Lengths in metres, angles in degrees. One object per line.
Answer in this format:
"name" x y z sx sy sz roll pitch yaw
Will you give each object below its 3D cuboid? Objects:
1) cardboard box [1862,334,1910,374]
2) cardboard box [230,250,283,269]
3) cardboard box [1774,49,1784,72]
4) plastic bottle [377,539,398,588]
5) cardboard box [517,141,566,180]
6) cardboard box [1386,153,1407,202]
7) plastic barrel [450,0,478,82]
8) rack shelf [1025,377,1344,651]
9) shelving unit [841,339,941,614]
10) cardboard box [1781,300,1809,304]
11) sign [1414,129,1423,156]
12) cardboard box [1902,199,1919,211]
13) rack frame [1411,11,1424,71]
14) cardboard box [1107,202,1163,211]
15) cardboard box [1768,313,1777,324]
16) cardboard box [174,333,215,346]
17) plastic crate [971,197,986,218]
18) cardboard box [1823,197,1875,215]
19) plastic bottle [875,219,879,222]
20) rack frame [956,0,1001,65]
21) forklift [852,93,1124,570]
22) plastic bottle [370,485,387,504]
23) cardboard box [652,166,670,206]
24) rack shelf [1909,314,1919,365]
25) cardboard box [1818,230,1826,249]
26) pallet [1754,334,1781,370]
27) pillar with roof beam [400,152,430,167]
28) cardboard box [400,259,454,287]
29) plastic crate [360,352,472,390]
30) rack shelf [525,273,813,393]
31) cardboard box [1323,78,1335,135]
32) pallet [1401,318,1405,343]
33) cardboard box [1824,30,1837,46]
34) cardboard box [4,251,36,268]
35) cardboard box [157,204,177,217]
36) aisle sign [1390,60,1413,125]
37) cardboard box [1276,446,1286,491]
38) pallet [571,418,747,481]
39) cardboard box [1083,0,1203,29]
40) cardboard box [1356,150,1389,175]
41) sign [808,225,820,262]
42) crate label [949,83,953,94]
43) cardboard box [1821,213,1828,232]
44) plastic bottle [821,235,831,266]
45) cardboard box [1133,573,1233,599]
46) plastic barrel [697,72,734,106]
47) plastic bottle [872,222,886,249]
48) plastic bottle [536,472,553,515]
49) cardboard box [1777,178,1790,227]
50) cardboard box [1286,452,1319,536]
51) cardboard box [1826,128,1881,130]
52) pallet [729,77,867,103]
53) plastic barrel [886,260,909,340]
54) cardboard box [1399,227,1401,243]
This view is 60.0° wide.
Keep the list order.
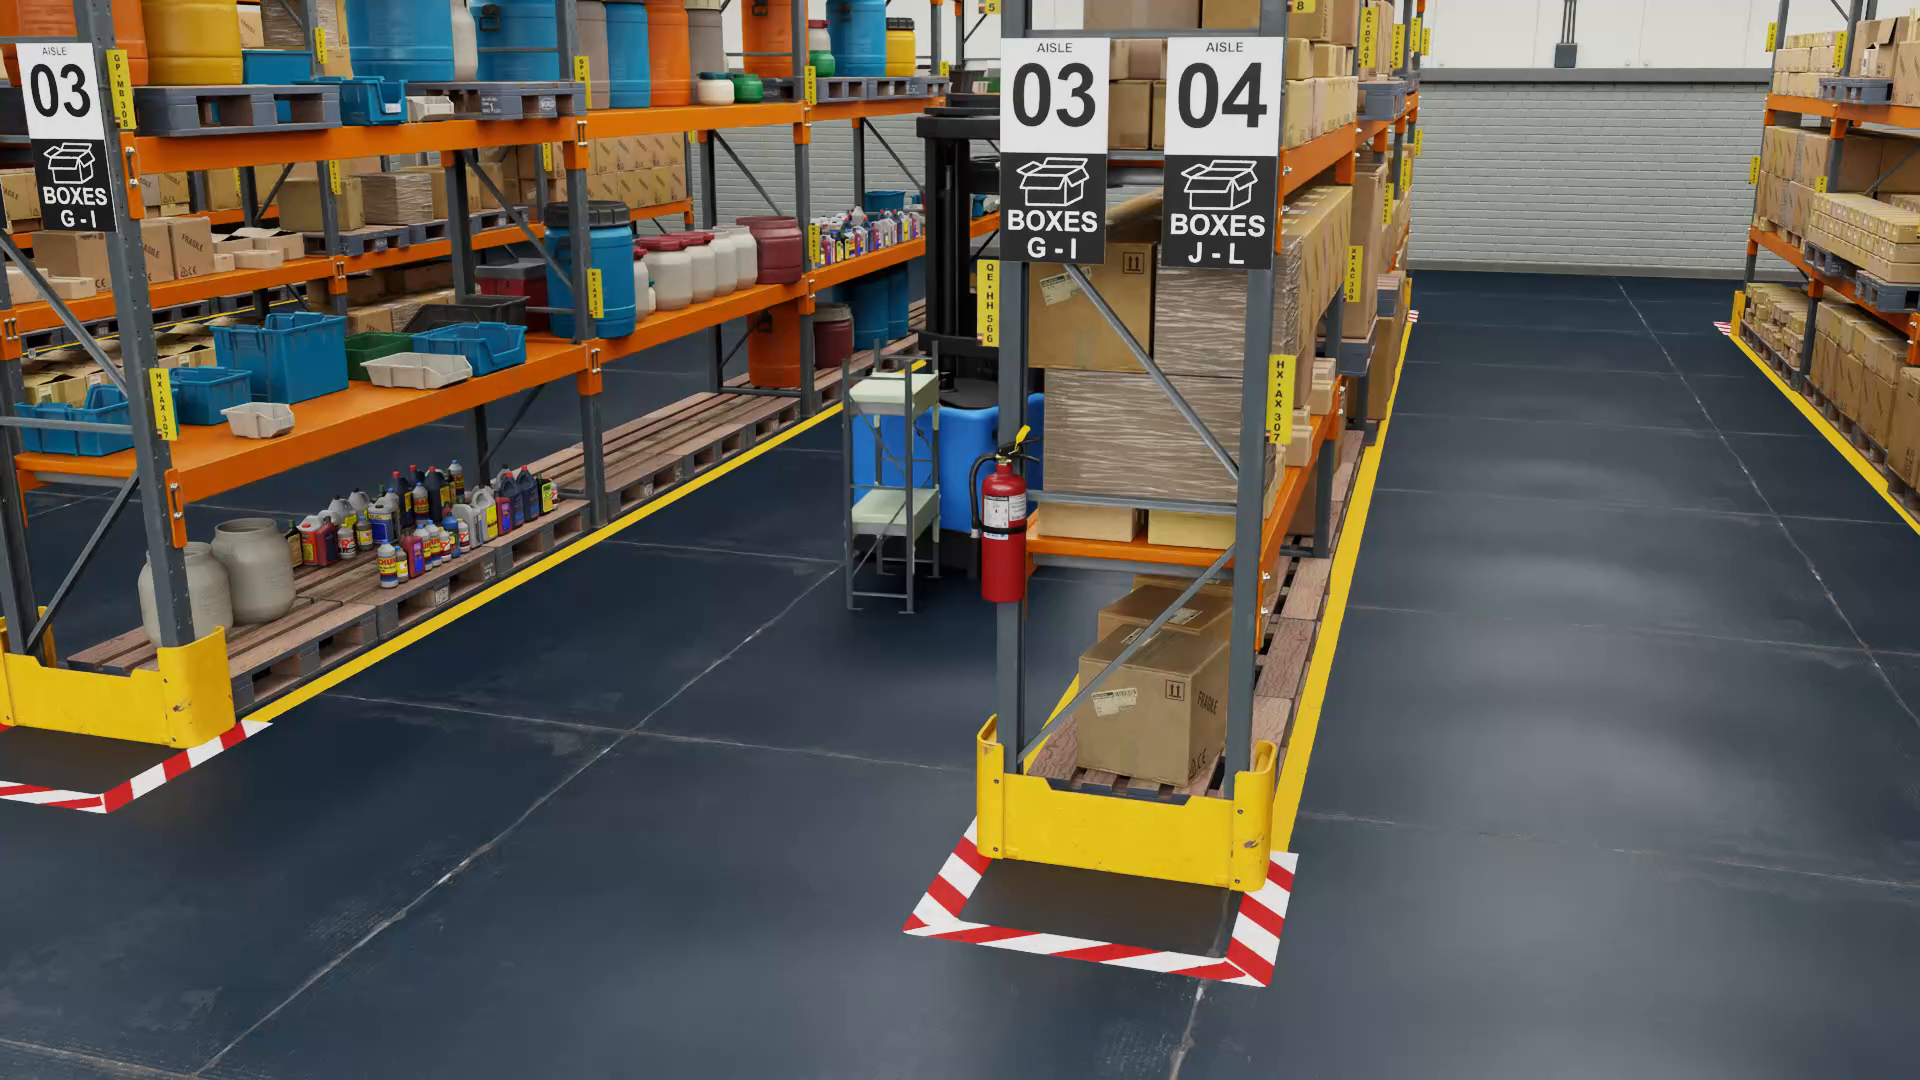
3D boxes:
"cardboard box" 7.717 -1.511 13.595 0.500 0.250 0.500 5 17 17
"cardboard box" -6.573 -2.621 15.532 0.380 0.149 0.250 5 16 16
"cardboard box" 9.538 -5.425 18.821 0.500 0.250 0.500 5 17 17
"plastic bottle" -3.294 0.131 9.566 0.097 0.271 0.097 0 16 0
"cardboard box" -5.042 -4.675 20.300 0.500 0.500 0.500 5 17 17
"cardboard box" 4.580 -3.941 18.082 0.500 0.500 0.500 5 16 16
"plastic barrel" -3.282 -3.168 10.531 0.421 0.512 0.421 0 16 0
"rack shelf" 1.209 -0.313 8.255 1.077 0.370 4.000 5 16 16
"shelving unit" -0.401 -0.396 9.977 0.431 1.500 0.755 3 16 11
"cardboard box" 9.105 -2.498 18.004 0.380 0.149 0.250 5 16 16
"sign" 5.704 -4.947 20.719 0.100 0.325 0.005 5 16 16
"cardboard box" 8.700 -2.974 14.918 0.380 0.149 0.250 4 16 14
"rack frame" 5.188 -7.208 20.252 1.000 3.000 0.127 5 16 16
"cardboard box" 0.991 -1.363 8.079 0.500 0.500 0.500 5 16 16
"cardboard box" 9.241 -2.494 18.534 0.380 0.149 0.250 4 16 13
"cardboard box" -6.783 -1.723 15.148 0.500 0.311 0.500 5 16 16
"plastic crate" 0.101 -4.097 20.475 0.416 0.233 0.300 5 16 16
"cardboard box" 8.076 -3.024 15.095 0.380 0.149 0.250 5 17 16
"plastic bottle" -0.872 -3.247 17.515 0.097 0.271 0.097 0 16 0
"rack frame" 0.439 -7.592 21.606 1.000 3.000 0.127 5 16 16
"forklift" 0.494 -1.564 11.474 1.130 2.935 3.031 10 18 30
"plastic bottle" -3.739 -0.203 10.720 0.061 0.283 0.133 5 17 18
"cardboard box" -4.320 -4.865 22.802 0.500 0.500 0.500 5 17 16
"rack shelf" 7.073 -0.949 10.495 1.077 0.370 4.000 5 16 16
"cardboard box" 8.077 -2.740 15.184 0.380 0.149 0.250 5 17 16
"pallet" 9.279 -2.022 18.070 1.003 0.211 1.213 5 16 16
"pillar with roof beam" -4.994 -8.800 25.864 9.100 9.000 0.400 5 16 16
"cardboard box" -6.101 -3.045 18.969 0.500 0.250 0.500 5 16 16
"plastic crate" -3.190 -0.995 9.825 0.530 0.136 0.437 5 16 16
"rack shelf" -2.403 -1.744 13.299 1.077 0.370 4.000 5 16 16
"cardboard box" 1.454 -2.014 7.712 0.500 0.250 0.500 5 17 18
"pallet" 4.687 -2.447 19.570 1.003 0.211 1.213 5 16 16
"cardboard box" 8.699 -4.908 16.267 0.380 0.149 0.250 5 16 16
"cardboard box" -10.743 -2.960 19.439 0.750 0.750 0.750 5 16 16
"cardboard box" -10.070 -4.138 20.847 0.380 0.149 0.250 5 17 17
"aisle sign" 5.496 -5.568 20.700 0.394 0.787 0.004 5 16 16
"cardboard box" 1.254 -0.331 7.461 0.380 0.149 0.250 5 16 16
"pallet" -2.440 -0.754 13.600 1.003 0.211 1.213 5 16 16
"cardboard box" 0.839 -2.436 7.279 0.500 0.500 0.500 5 16 16
"cardboard box" 3.877 -3.639 16.639 0.797 0.503 0.637 4 16 14
"sign" -1.305 -2.651 14.879 0.100 0.325 0.005 5 16 16
"crate label" -0.282 -5.082 18.734 0.293 0.136 0.466 5 16 16
"cardboard box" 8.080 -2.886 15.153 0.380 0.149 0.250 5 17 17
"plastic bottle" -1.264 -2.728 15.663 0.061 0.283 0.133 5 16 16
"cardboard box" 1.167 0.381 8.300 0.500 0.500 0.500 6 17 21
"plastic barrel" -1.972 -3.639 13.418 0.301 0.262 0.301 0 16 0
"plastic bottle" -0.851 -3.148 17.160 0.152 0.276 0.135 5 16 16
"plastic bottle" -2.792 -0.320 11.133 0.061 0.283 0.133 5 17 19
"cardboard box" 9.104 -3.603 17.808 0.500 0.500 0.500 4 16 14
"cardboard box" 1.973 -0.351 10.843 0.700 0.500 0.500 3 16 12
"cardboard box" 9.879 -4.312 18.473 0.500 0.500 0.500 4 16 14
"pallet" -1.523 -4.158 15.341 1.003 0.211 1.213 5 16 16
"plastic barrel" -0.869 -2.711 18.467 0.600 0.901 0.708 5 16 16
"cardboard box" 4.529 -3.275 17.839 0.380 0.149 0.250 4 16 14
